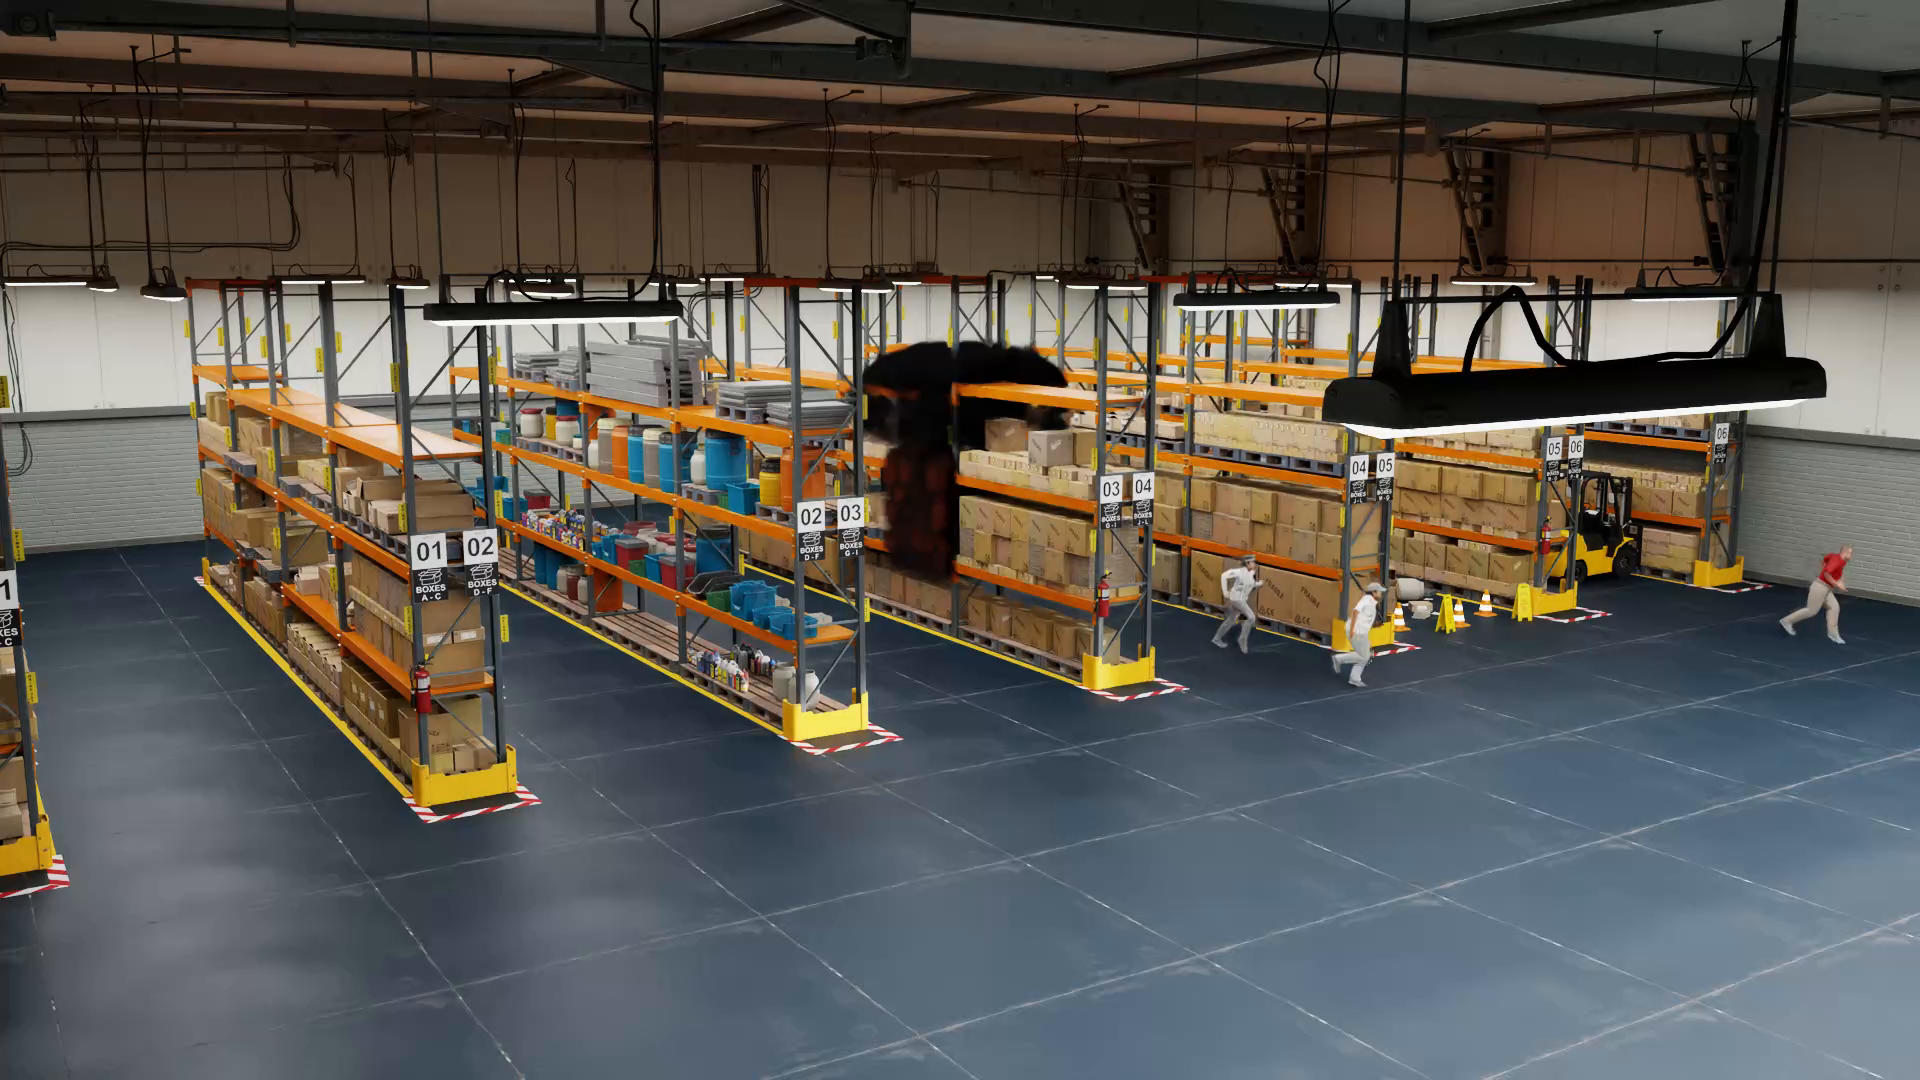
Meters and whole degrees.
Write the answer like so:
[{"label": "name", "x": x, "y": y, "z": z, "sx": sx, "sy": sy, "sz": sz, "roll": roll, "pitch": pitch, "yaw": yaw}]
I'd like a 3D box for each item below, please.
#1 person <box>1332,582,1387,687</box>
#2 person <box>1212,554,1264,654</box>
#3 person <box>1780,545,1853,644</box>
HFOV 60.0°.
[{"label": "person", "x": 5.988, "y": 1.415, "z": 24.968, "sx": 0.769, "sy": 1.604, "sz": 0.599, "roll": 2, "pitch": 10, "yaw": 10}, {"label": "person", "x": 4.518, "y": 1.008, "z": 27.044, "sx": 0.870, "sy": 1.650, "sz": 0.602, "roll": 6, "pitch": 11, "yaw": 33}, {"label": "person", "x": 14.379, "y": 0.890, "z": 27.933, "sx": 1.020, "sy": 1.693, "sz": 0.702, "roll": 5, "pitch": 11, "yaw": 26}]
